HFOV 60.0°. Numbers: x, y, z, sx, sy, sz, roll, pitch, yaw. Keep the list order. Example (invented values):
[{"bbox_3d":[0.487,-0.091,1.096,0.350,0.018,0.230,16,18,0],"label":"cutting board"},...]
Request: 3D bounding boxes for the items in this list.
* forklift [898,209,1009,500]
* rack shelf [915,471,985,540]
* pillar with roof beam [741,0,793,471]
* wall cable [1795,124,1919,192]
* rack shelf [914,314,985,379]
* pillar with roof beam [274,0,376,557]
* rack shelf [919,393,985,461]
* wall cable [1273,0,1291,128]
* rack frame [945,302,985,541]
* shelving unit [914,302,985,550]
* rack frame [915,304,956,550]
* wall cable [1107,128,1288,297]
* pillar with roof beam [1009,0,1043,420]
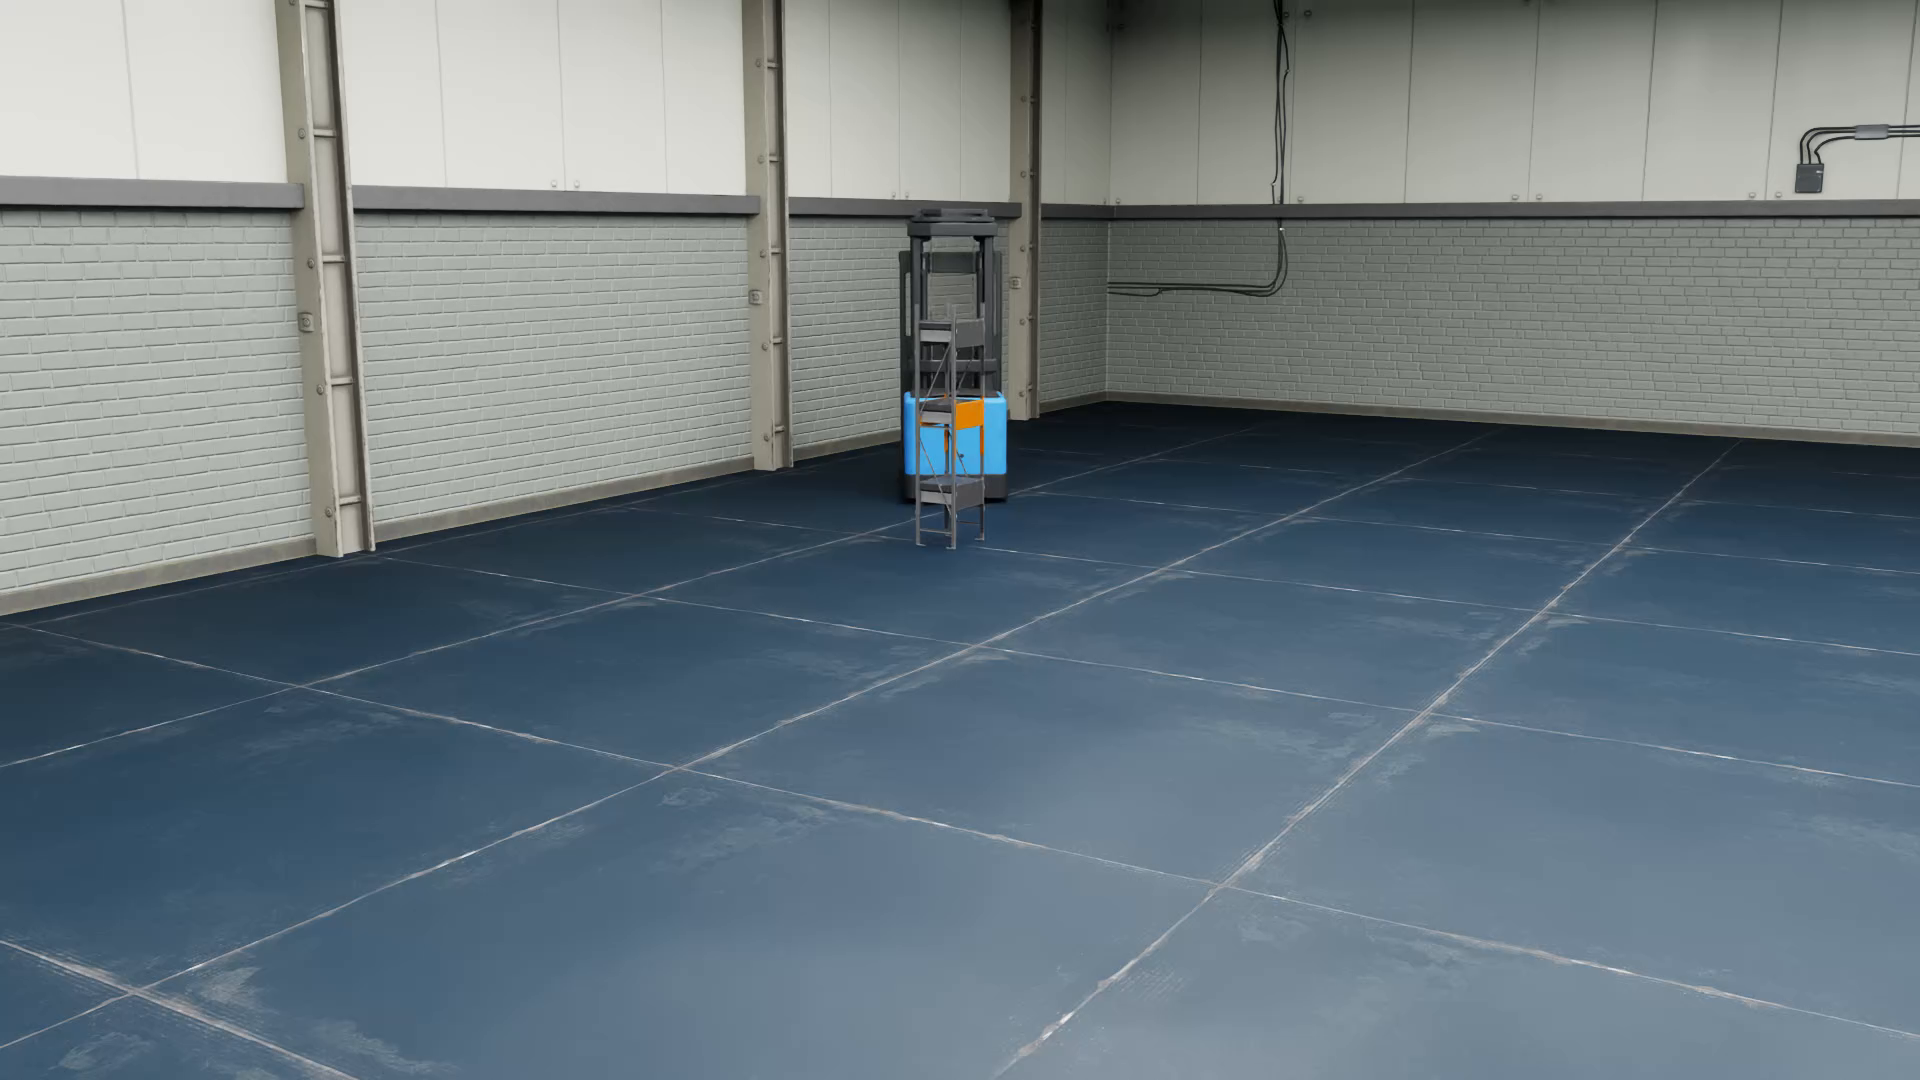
[{"bbox_3d":[-0.108,-2.067,17.945,1.130,2.935,3.031,0,11,-3],"label":"forklift"},{"bbox_3d":[-0.086,-0.305,14.668,0.431,0.518,0.480,6,12,31],"label":"rack shelf"},{"bbox_3d":[1.501,-4.853,16.337,9.100,9.000,0.400,6,12,31],"label":"pillar with roof beam"},{"bbox_3d":[11.702,-7.307,20.204,2.305,6.003,0.169,6,12,31],"label":"wall cable"},{"bbox_3d":[-0.086,-1.681,14.410,0.431,0.518,0.480,6,12,31],"label":"rack shelf"},{"bbox_3d":[-1.614,-3.909,11.297,9.100,9.000,0.400,6,12,31],"label":"pillar with roof beam"},{"bbox_3d":[-0.086,-0.993,14.539,0.431,0.518,0.480,6,12,31],"label":"rack shelf"},{"bbox_3d":[5.908,-7.243,23.815,3.097,2.526,0.112,6,12,31],"label":"wall cable"},{"bbox_3d":[0.041,-1.044,14.741,0.400,2.100,0.015,6,12,31],"label":"rack frame"},{"bbox_3d":[-0.086,-1.006,14.536,0.431,2.100,0.503,6,12,31],"label":"shelving unit"},{"bbox_3d":[-0.213,-0.968,14.331,0.400,2.100,0.015,6,12,31],"label":"rack frame"},{"bbox_3d":[3.596,-5.019,25.660,3.097,2.526,0.112,6,12,31],"label":"wall cable"},{"bbox_3d":[4.616,-5.797,21.377,9.100,9.000,0.400,6,12,31],"label":"pillar with roof beam"}]
